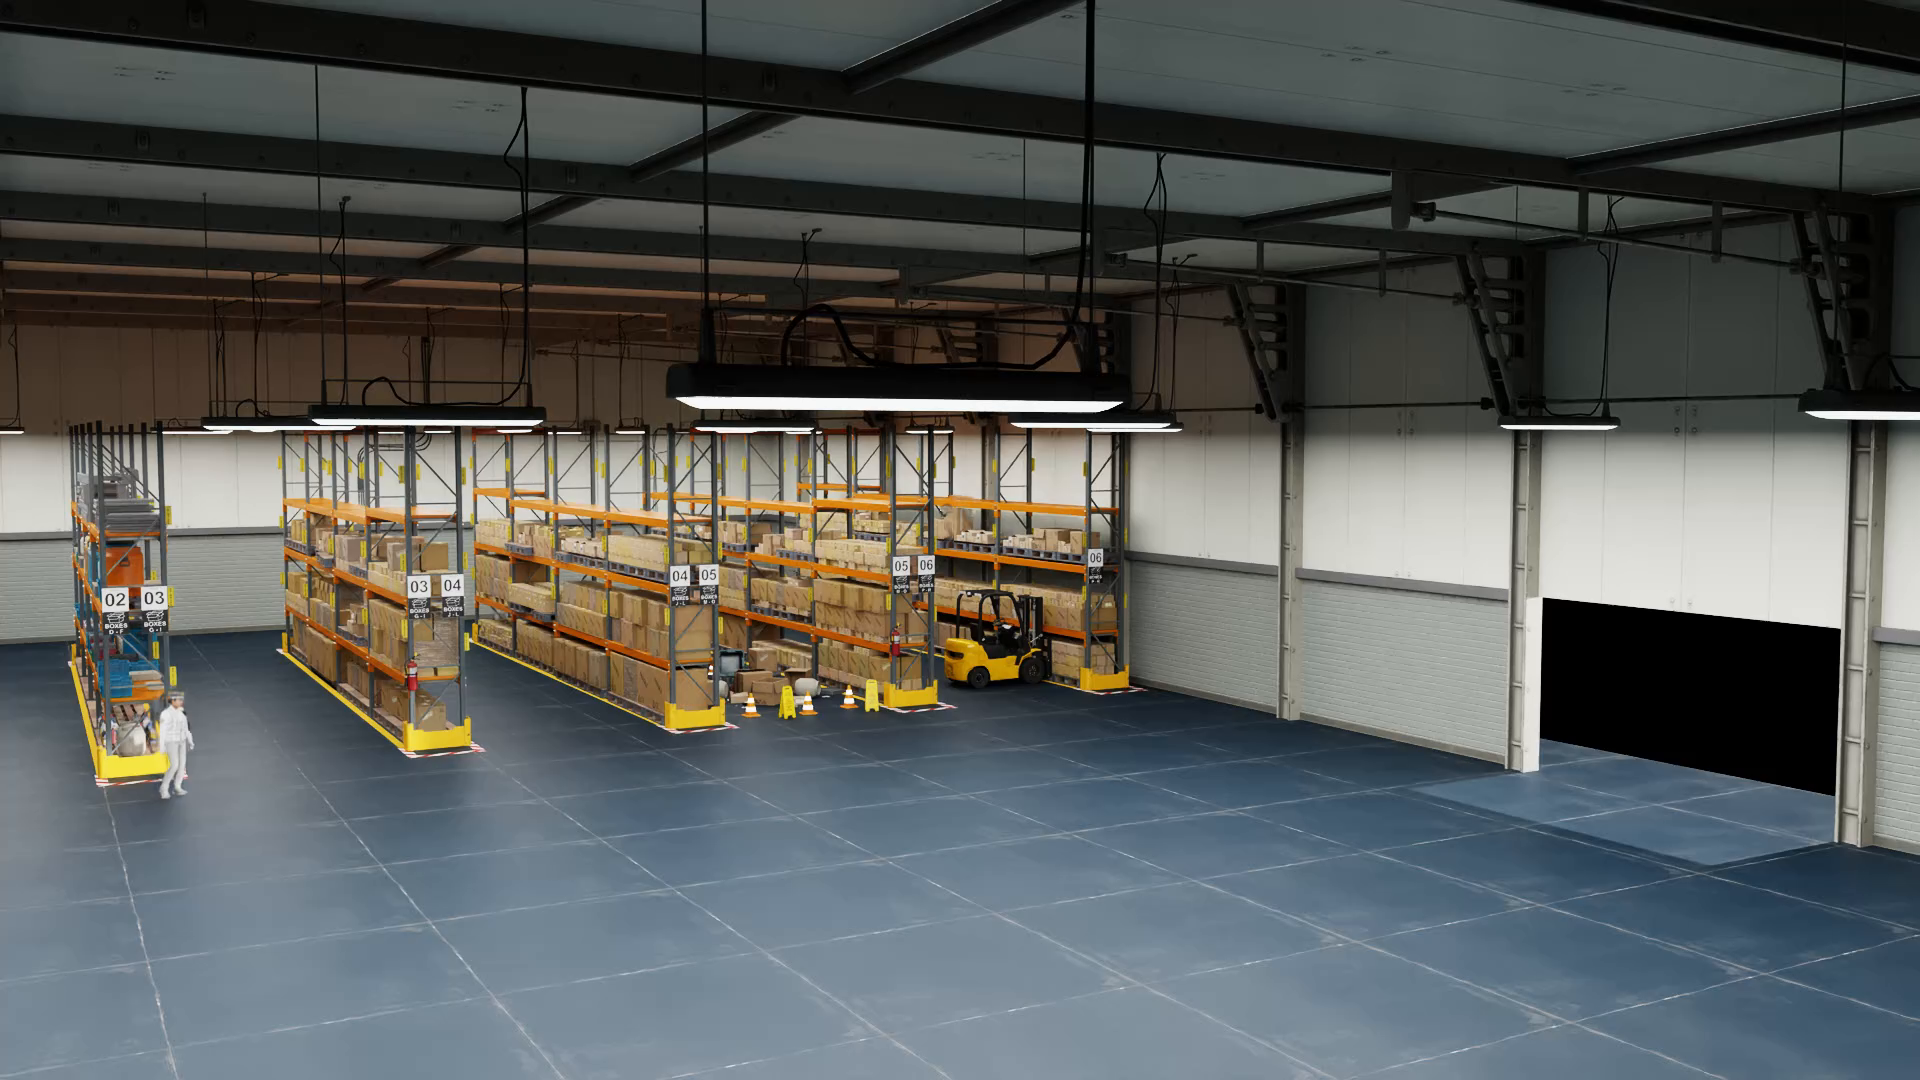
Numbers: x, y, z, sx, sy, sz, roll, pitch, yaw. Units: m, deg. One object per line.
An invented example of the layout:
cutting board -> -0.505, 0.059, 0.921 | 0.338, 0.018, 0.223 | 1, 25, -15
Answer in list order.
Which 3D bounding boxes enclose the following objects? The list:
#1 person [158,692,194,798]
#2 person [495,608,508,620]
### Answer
person -> -12.566, 3.273, 26.630 | 0.364, 1.690, 0.604 | 1, 4, 15
person -> -13.644, 1.775, 49.585 | 0.603, 1.772, 0.409 | -2, 4, -31
